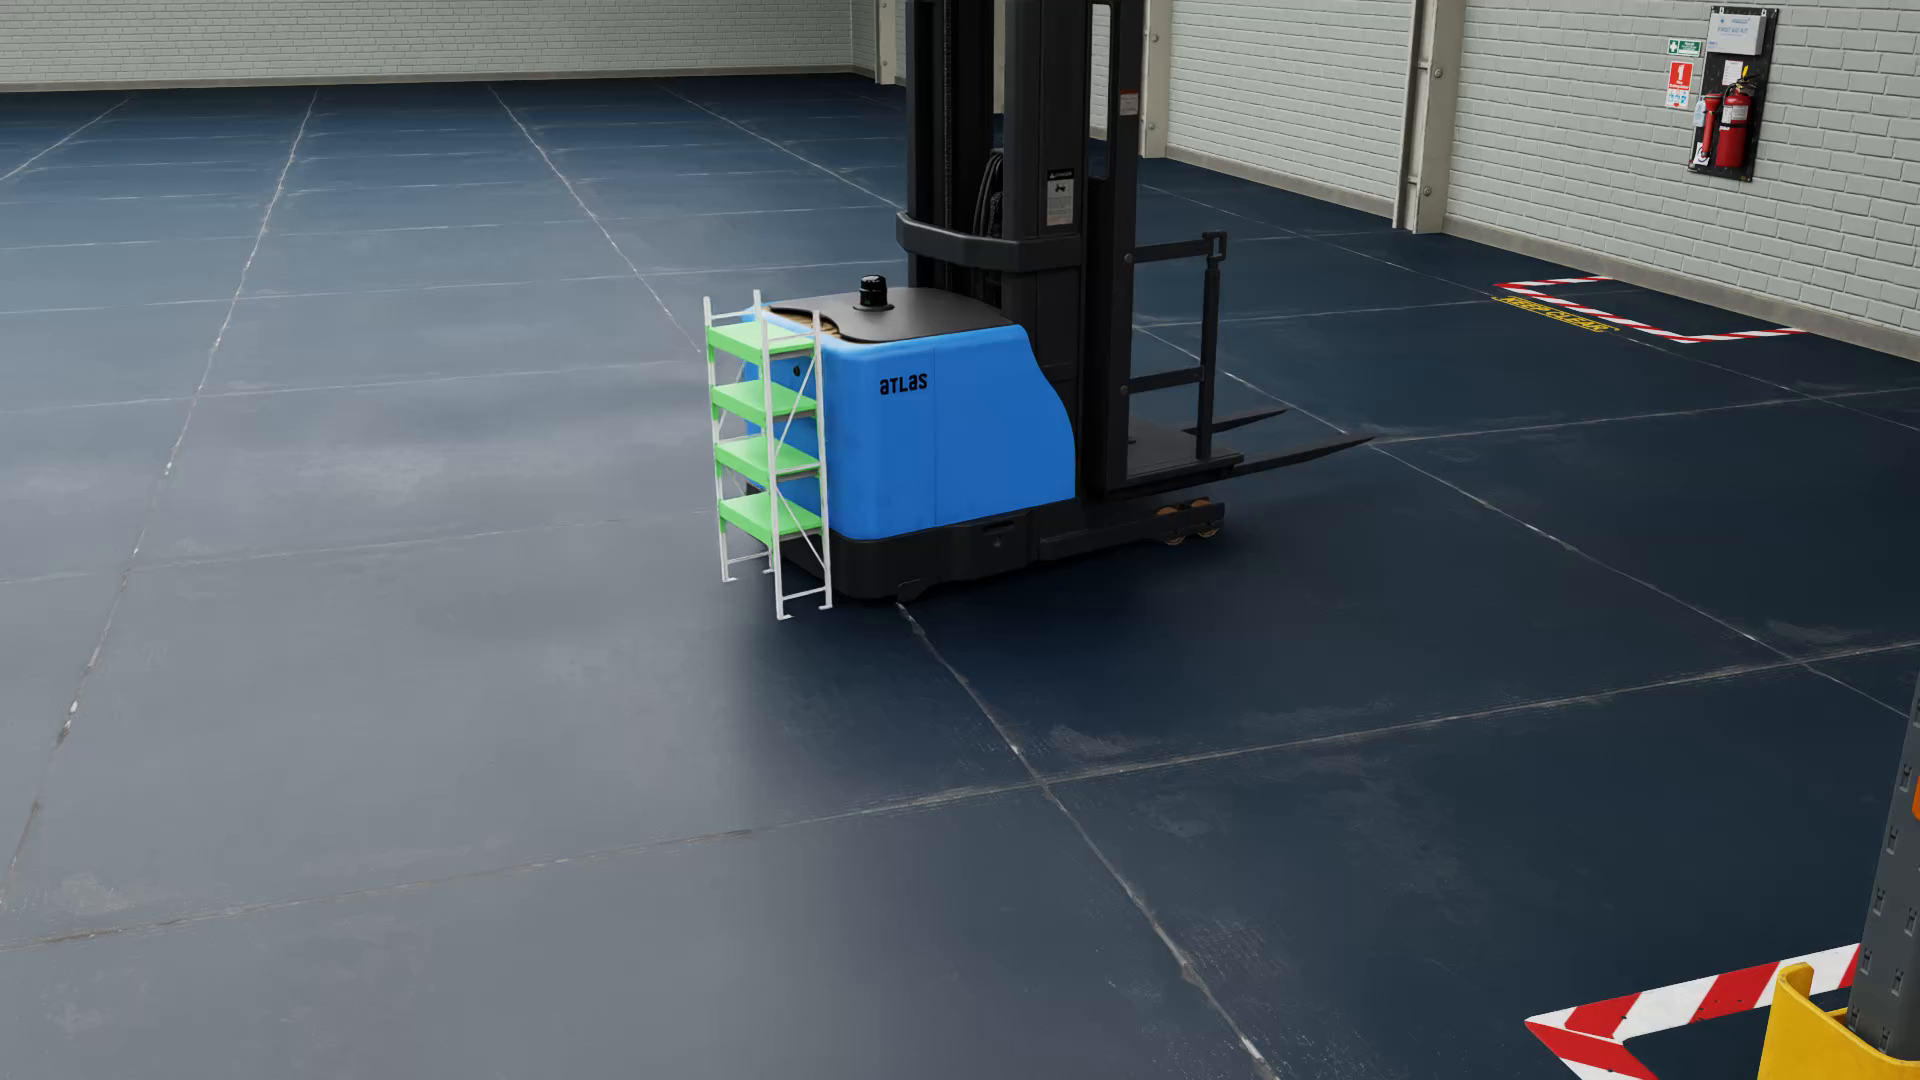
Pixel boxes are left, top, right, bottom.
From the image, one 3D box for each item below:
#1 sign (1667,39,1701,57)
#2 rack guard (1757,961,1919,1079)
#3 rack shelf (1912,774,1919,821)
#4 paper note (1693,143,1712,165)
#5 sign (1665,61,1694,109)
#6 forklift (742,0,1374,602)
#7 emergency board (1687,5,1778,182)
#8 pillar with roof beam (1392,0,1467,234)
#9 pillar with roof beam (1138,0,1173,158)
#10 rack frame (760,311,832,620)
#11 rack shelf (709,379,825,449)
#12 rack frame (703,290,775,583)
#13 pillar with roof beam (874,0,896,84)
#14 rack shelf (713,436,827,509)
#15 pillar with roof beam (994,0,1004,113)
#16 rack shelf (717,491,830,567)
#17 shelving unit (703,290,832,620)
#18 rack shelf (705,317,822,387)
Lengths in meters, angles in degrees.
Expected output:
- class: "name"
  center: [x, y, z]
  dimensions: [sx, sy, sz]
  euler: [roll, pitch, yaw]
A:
- class: "sign"
  center: [5.315, -3.615, 12.208]
  dimensions: [0.001, 0.109, 0.331]
  euler: [-6, 21, -17]
- class: "rack guard"
  center: [2.274, 1.123, 3.551]
  dimensions: [1.175, 0.500, 0.348]
  euler: [-6, 21, -17]
- class: "rack shelf"
  center: [2.910, 0.935, 1.441]
  dimensions: [1.077, 0.370, 4.000]
  euler: [-6, 21, -17]
- class: "paper note"
  center: [5.408, -2.813, 12.113]
  dimensions: [0.016, 0.148, 0.142]
  euler: [-6, 21, -17]
- class: "sign"
  center: [5.322, -3.368, 12.304]
  dimensions: [0.001, 0.329, 0.234]
  euler: [-6, 21, -17]
- class: "forklift"
  center: [0.584, -1.492, 7.235]
  dimensions: [3.031, 2.935, 1.130]
  euler: [-12, 23, -31]
- class: "emergency board"
  center: [5.398, -3.163, 11.786]
  dimensions: [0.194, 1.169, 0.643]
  euler: [-6, 21, -17]
- class: "pillar with roof beam"
  center: [0.166, -6.657, 12.639]
  dimensions: [9.100, 9.000, 0.400]
  euler: [-6, 21, -17]
- class: "pillar with roof beam"
  center: [-1.720, -8.583, 18.000]
  dimensions: [9.100, 9.000, 0.400]
  euler: [-6, 21, -17]
- class: "rack frame"
  center: [-0.624, -0.274, 6.396]
  dimensions: [0.240, 1.200, 0.015]
  euler: [-14, 24, -31]
- class: "rack shelf"
  center: [-0.761, -0.508, 6.527]
  dimensions: [0.258, 0.148, 0.480]
  euler: [-14, 24, -31]
- class: "rack frame"
  center: [-0.894, -0.411, 6.779]
  dimensions: [0.240, 1.200, 0.015]
  euler: [-14, 24, -31]
- class: "pillar with roof beam"
  center: [-5.492, -12.434, 28.721]
  dimensions: [9.100, 9.000, 0.400]
  euler: [-6, 21, -17]
- class: "rack shelf"
  center: [-0.758, -0.282, 6.610]
  dimensions: [0.258, 0.148, 0.480]
  euler: [-14, 24, -31]
- class: "pillar with roof beam"
  center: [-3.606, -10.508, 23.361]
  dimensions: [9.100, 9.000, 0.400]
  euler: [-6, 21, -17]
- class: "rack shelf"
  center: [-0.755, -0.057, 6.693]
  dimensions: [0.258, 0.148, 0.480]
  euler: [-14, 24, -31]
- class: "shelving unit"
  center: [-0.759, -0.342, 6.588]
  dimensions: [0.258, 1.200, 0.503]
  euler: [-14, 24, -31]
- class: "rack shelf"
  center: [-0.765, -0.733, 6.444]
  dimensions: [0.258, 0.148, 0.480]
  euler: [-14, 24, -31]
